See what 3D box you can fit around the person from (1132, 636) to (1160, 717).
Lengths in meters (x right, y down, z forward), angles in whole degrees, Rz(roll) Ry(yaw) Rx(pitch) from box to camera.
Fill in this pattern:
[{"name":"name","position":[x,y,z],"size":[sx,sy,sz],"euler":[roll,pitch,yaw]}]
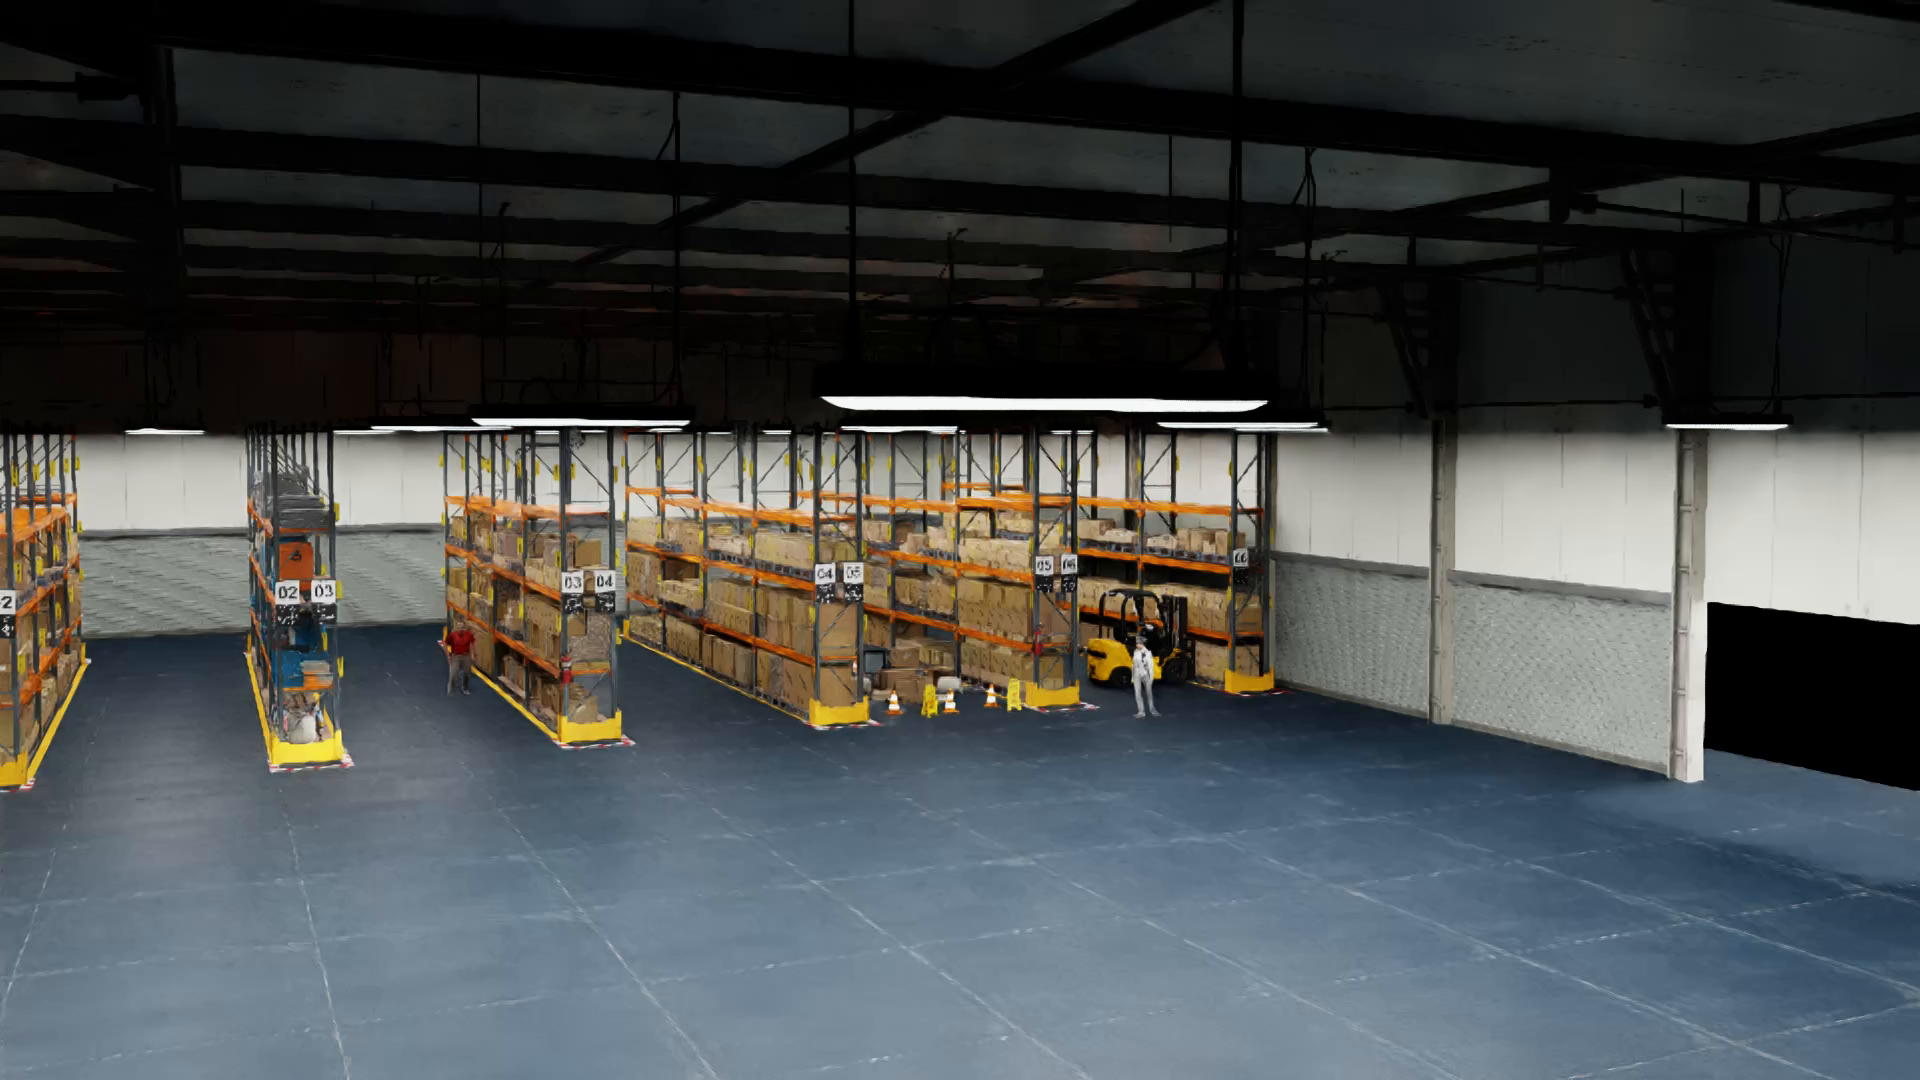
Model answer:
[{"name":"person","position":[3.767,2.777,33.950],"size":[0.569,1.665,0.499],"euler":[3,5,38]}]

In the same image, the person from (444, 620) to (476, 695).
[{"name":"person","position":[-11.040,2.596,36.715],"size":[0.682,1.675,0.535],"euler":[-2,4,-26]}]

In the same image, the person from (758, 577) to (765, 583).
[{"name":"person","position":[-5.993,1.767,49.087],"size":[0.627,1.789,0.678],"euler":[-3,5,-41]}]
